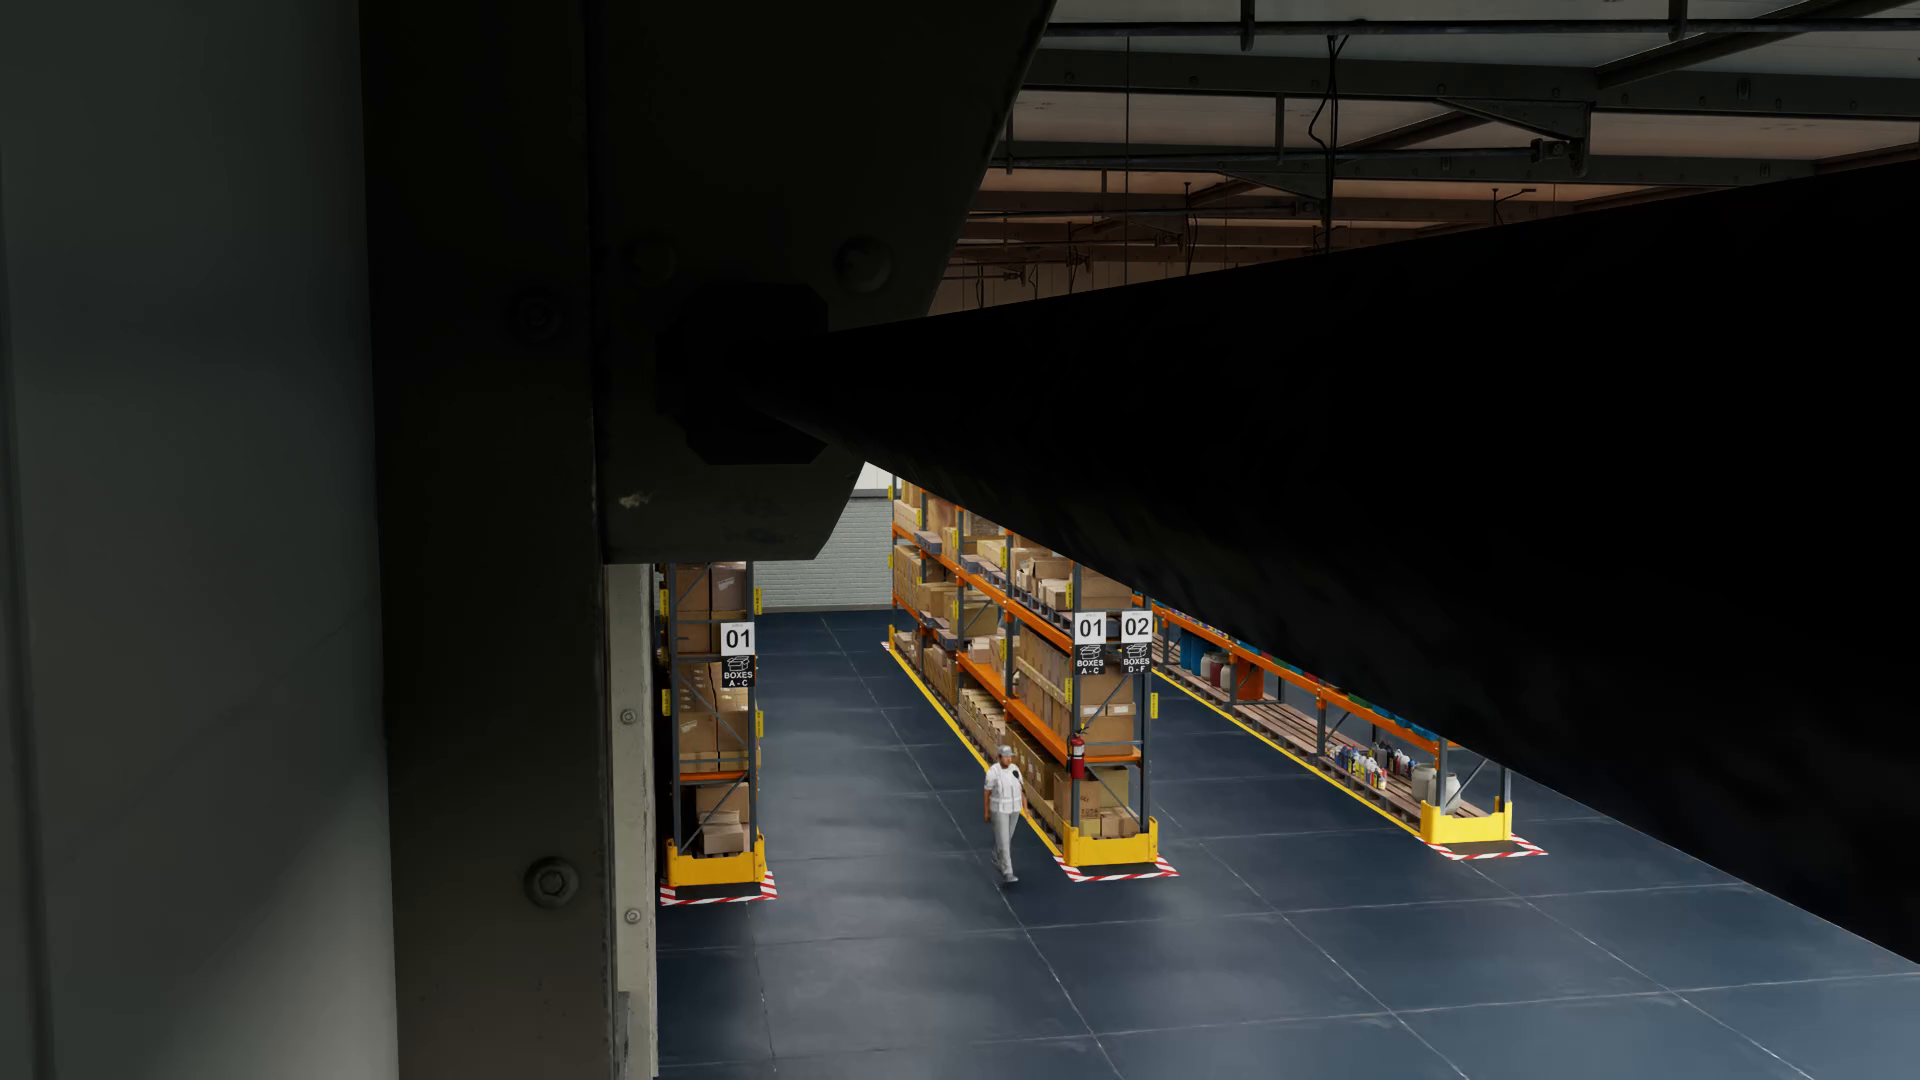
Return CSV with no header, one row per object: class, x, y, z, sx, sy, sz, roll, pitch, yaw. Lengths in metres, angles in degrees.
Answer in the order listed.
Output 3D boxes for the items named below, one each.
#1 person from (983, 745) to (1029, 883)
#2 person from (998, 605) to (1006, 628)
person,0.572,3.320,20.322,0.563,1.609,1.002,-4,8,-35
person,1.081,1.450,37.660,0.547,1.702,0.522,-1,6,-8
